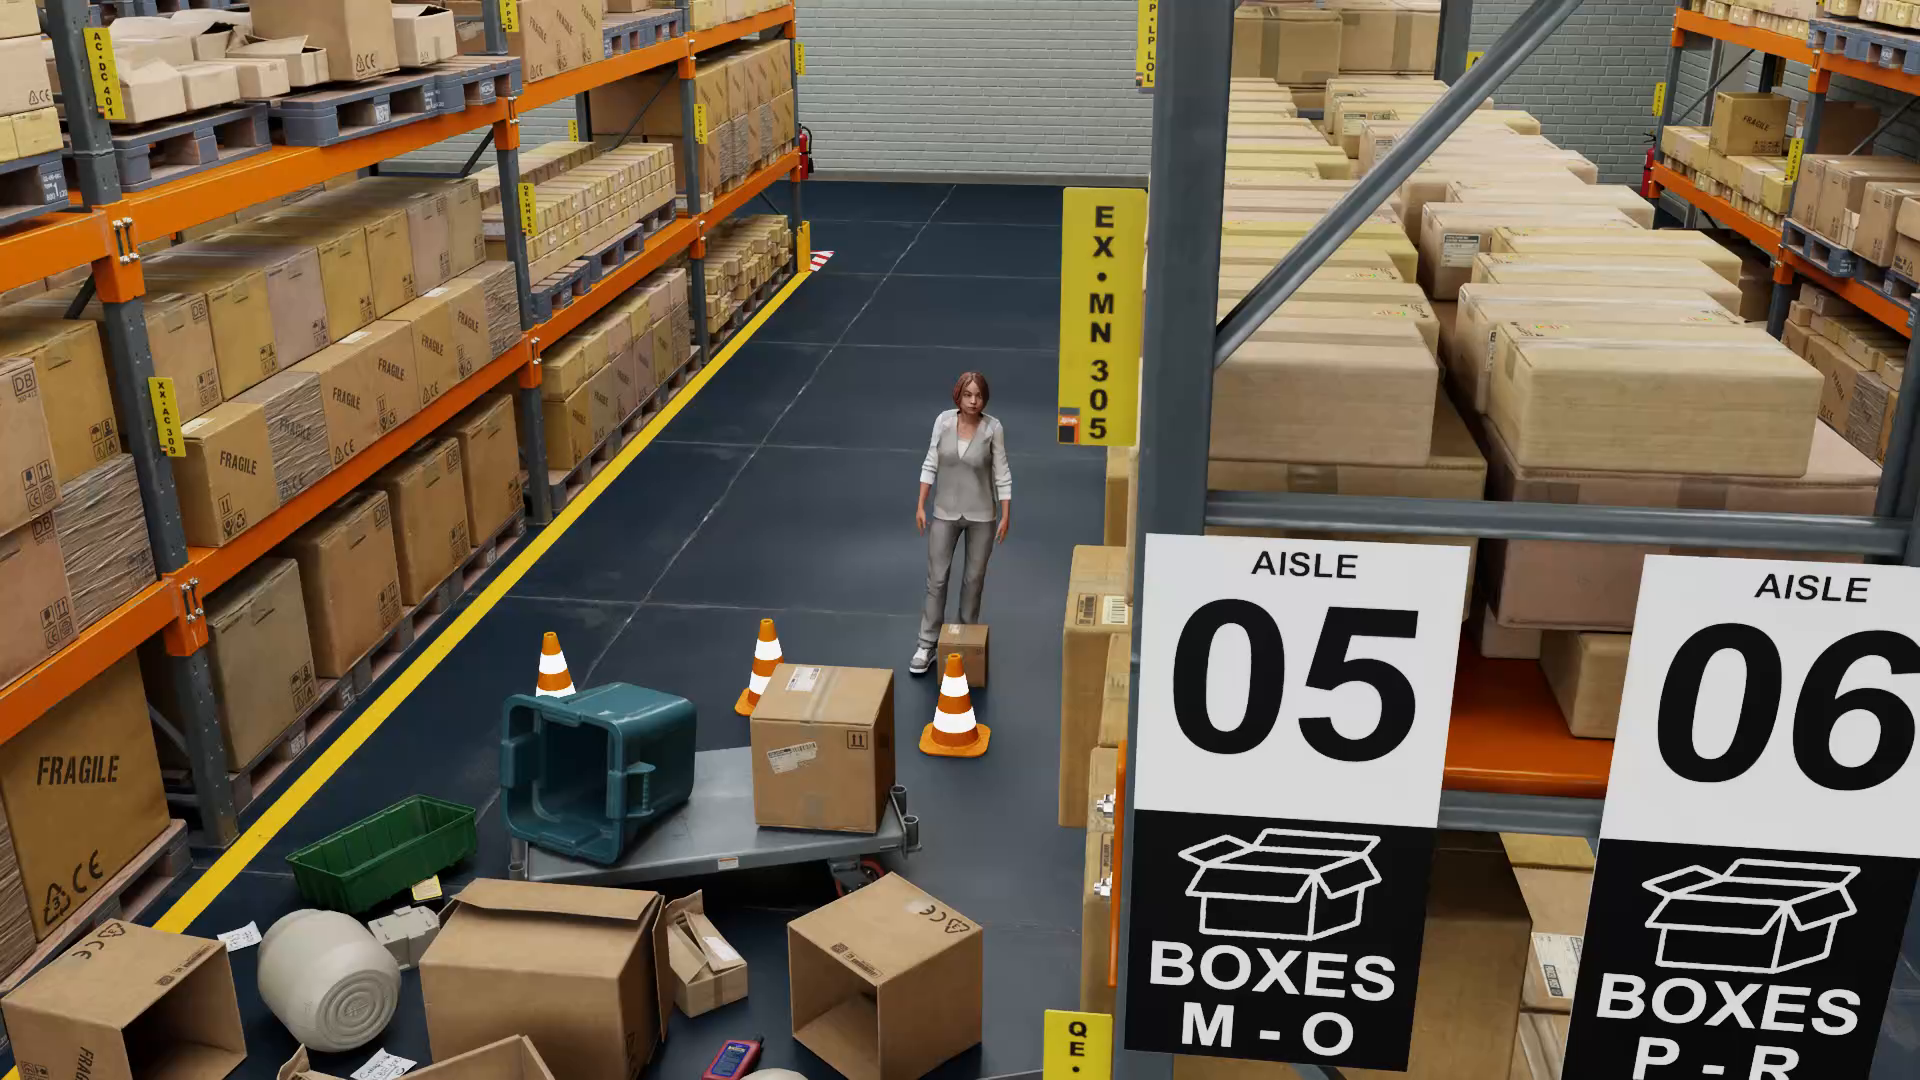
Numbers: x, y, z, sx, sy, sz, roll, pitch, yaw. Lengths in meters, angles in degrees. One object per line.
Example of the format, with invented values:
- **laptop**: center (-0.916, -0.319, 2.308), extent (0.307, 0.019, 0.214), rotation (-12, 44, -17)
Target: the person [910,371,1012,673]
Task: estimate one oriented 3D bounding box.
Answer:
- **person**: center (0.005, -0.089, 8.797), extent (0.519, 1.599, 0.474), rotation (3, 22, 6)
